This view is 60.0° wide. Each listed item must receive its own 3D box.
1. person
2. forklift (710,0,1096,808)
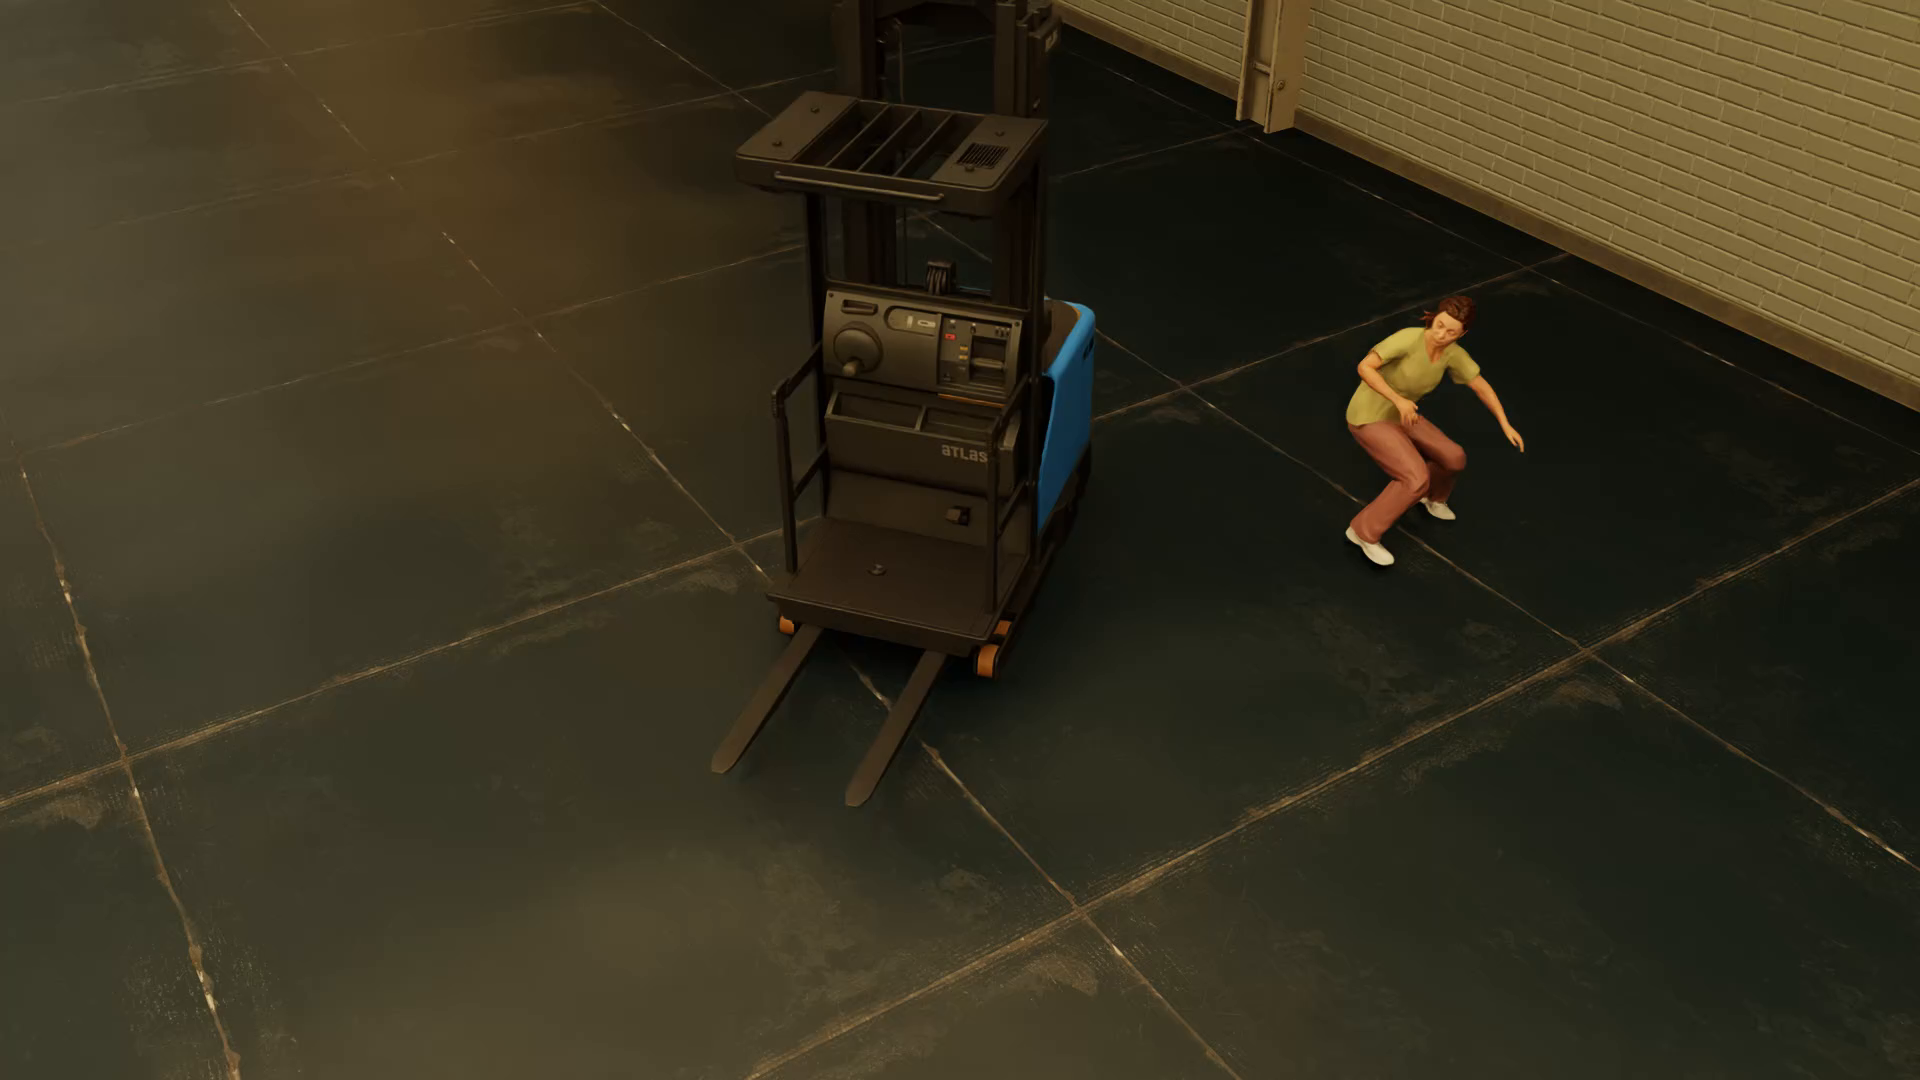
[{"bbox_3d":[2.344,-0.562,8.313,0.771,1.433,0.749,-26,43,-32],"label":"person"},{"bbox_3d":[-0.241,-0.816,7.309,1.130,2.935,3.031,11,37,15],"label":"forklift"}]
